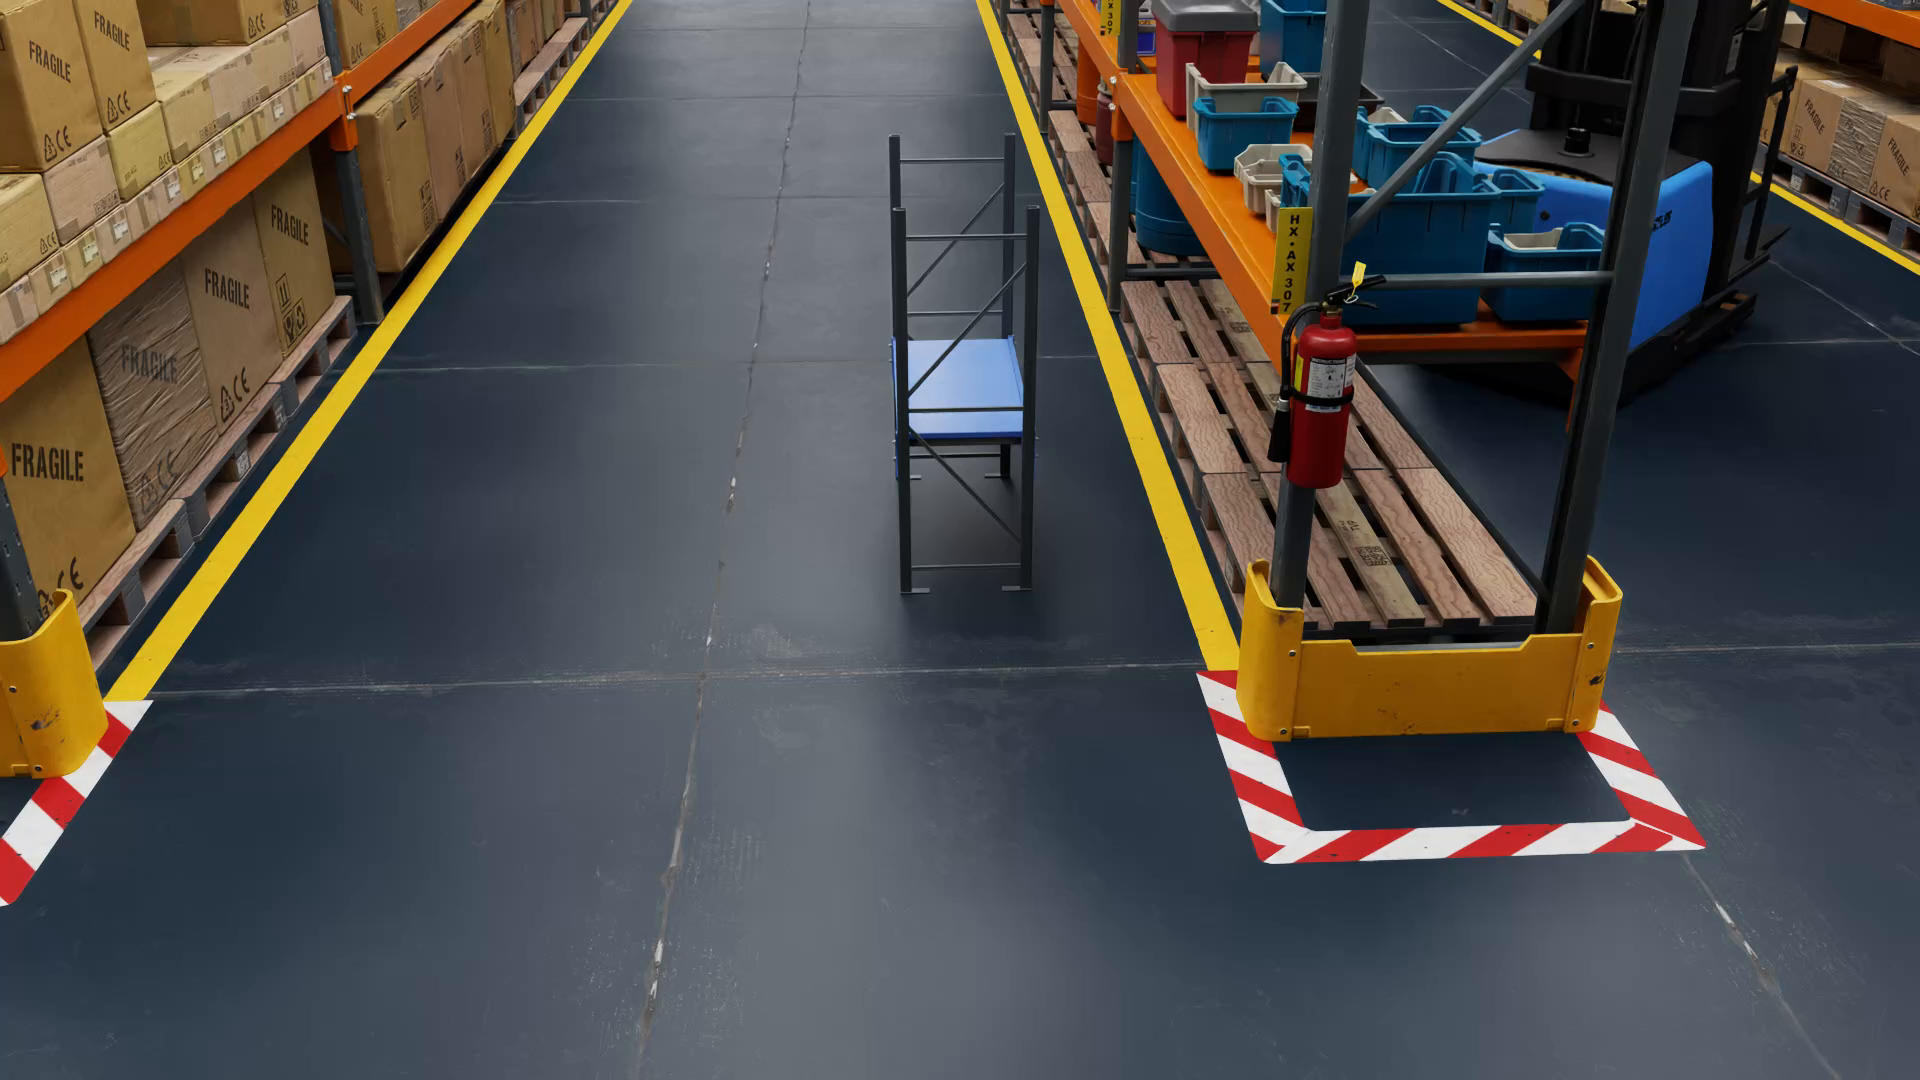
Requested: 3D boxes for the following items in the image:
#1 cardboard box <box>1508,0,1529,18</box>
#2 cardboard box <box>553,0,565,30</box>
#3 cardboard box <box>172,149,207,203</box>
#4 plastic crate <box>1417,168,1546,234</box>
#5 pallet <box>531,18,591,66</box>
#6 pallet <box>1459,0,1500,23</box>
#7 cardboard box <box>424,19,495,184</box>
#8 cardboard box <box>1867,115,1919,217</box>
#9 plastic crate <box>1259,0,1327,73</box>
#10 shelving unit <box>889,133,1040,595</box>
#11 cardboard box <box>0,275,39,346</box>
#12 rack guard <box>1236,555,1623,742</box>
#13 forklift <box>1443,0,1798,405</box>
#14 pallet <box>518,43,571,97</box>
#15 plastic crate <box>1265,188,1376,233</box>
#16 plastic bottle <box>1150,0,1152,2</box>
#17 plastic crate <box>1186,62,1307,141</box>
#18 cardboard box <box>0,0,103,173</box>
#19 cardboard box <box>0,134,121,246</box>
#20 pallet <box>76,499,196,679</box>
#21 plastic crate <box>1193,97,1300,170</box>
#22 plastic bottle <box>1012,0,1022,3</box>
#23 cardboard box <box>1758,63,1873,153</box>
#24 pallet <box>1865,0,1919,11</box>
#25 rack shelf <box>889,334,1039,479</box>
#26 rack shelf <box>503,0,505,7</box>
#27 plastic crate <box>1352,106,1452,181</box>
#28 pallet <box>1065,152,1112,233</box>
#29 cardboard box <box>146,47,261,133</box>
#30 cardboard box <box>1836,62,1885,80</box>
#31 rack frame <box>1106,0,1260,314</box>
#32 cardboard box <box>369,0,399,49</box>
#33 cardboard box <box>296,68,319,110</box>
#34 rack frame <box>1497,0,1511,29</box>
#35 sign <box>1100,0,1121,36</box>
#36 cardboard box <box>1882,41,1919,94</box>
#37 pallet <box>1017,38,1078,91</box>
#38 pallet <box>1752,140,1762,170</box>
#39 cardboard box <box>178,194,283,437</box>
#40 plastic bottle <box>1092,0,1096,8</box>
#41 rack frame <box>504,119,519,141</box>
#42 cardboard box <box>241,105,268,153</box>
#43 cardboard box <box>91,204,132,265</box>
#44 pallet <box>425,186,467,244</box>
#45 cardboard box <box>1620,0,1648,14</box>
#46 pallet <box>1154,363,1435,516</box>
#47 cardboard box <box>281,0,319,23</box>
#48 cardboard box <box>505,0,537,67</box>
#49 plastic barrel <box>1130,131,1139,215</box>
[{"bbox_3d":[5.619,-5.203,16.001,0.500,0.250,0.500,-2,28,-4],"label":"cardboard box"},{"bbox_3d":[-4.037,-4.993,15.307,0.700,0.500,0.500,-3,28,-7],"label":"cardboard box"},{"bbox_3d":[-3.192,-1.419,6.500,0.380,0.149,0.250,-2,28,-4],"label":"cardboard box"},{"bbox_3d":[1.807,-1.147,5.821,0.416,0.233,0.300,-1,28,-3],"label":"plastic crate"},{"bbox_3d":[-4.005,-4.594,15.331,1.003,0.211,1.213,-1,28,-3],"label":"pallet"},{"bbox_3d":[5.846,-5.560,17.182,1.003,0.211,1.213,-1,28,-3],"label":"pallet"},{"bbox_3d":[-3.785,-2.856,10.826,1.225,0.875,0.875,-1,28,-2],"label":"cardboard box"},{"bbox_3d":[5.934,-2.270,10.085,0.500,0.500,0.500,-1,28,-2],"label":"cardboard box"},{"bbox_3d":[1.681,-2.428,8.113,0.392,0.384,0.575,-1,28,-3],"label":"plastic crate"},{"bbox_3d":[-0.004,-0.704,6.479,0.538,1.500,1.048,-1,28,-3],"label":"shelving unit"},{"bbox_3d":[-3.110,-0.709,5.138,0.380,0.149,0.250,-1,28,-2],"label":"cardboard box"},{"bbox_3d":[1.539,0.351,5.537,1.175,0.500,0.348,-1,28,-3],"label":"rack guard"},{"bbox_3d":[3.646,-2.533,8.437,1.130,2.935,3.031,22,35,36],"label":"forklift"},{"bbox_3d":[-3.939,-4.030,14.248,1.003,0.211,1.213,-1,28,-3],"label":"pallet"},{"bbox_3d":[1.301,-1.184,5.997,0.396,0.136,0.243,-1,28,-3],"label":"plastic crate"},{"bbox_3d":[1.086,-3.014,9.338,0.144,0.351,0.185,-1,28,-3],"label":"plastic bottle"},{"bbox_3d":[1.212,-1.880,7.174,0.437,0.282,0.530,-1,28,-3],"label":"plastic crate"},{"bbox_3d":[-3.202,-1.506,5.423,0.500,0.500,0.500,-2,28,-4],"label":"cardboard box"},{"bbox_3d":[-3.210,-1.182,5.613,0.500,0.250,0.500,-2,28,-3],"label":"cardboard box"},{"bbox_3d":[-3.541,0.220,6.099,1.003,0.211,1.213,-1,28,-3],"label":"pallet"},{"bbox_3d":[1.162,-1.663,6.811,0.416,0.233,0.300,-1,28,-3],"label":"plastic crate"},{"bbox_3d":[0.569,-5.424,16.457,0.097,0.201,0.097,0,28,0],"label":"plastic bottle"},{"bbox_3d":[5.847,-2.977,11.441,0.500,0.500,0.500,-2,28,-3],"label":"cardboard box"},{"bbox_3d":[6.161,-3.598,10.611,1.003,0.211,1.213,-1,28,-3],"label":"pallet"},{"bbox_3d":[-0.004,-0.545,6.562,0.538,0.185,1.000,-1,28,-3],"label":"rack shelf"},{"bbox_3d":[-3.943,-4.948,13.771,1.077,0.370,4.000,-1,28,-3],"label":"rack shelf"},{"bbox_3d":[1.757,-1.589,6.670,0.416,0.233,0.300,-1,28,-3],"label":"plastic crate"},{"bbox_3d":[1.251,-2.301,10.934,1.003,0.211,1.213,-1,28,-3],"label":"pallet"},{"bbox_3d":[-3.288,-1.889,6.969,0.500,0.250,0.500,-1,28,-2],"label":"cardboard box"},{"bbox_3d":[6.364,-3.002,11.490,0.500,0.500,0.500,-2,28,-5],"label":"cardboard box"},{"bbox_3d":[1.316,-2.615,8.521,1.000,3.000,0.127,-1,28,-3],"label":"rack frame"},{"bbox_3d":[-3.431,-2.991,9.133,0.500,0.500,0.500,-1,28,-3],"label":"cardboard box"},{"bbox_3d":[-3.273,-2.132,7.867,0.380,0.149,0.250,-1,28,-2],"label":"cardboard box"},{"bbox_3d":[5.845,-6.428,15.831,1.000,3.000,0.127,-1,28,-3],"label":"rack frame"},{"bbox_3d":[0.767,-2.726,8.433,0.100,0.325,0.005,-1,28,-3],"label":"sign"},{"bbox_3d":[6.402,-3.075,10.819,0.500,0.250,0.500,-2,28,-4],"label":"cardboard box"},{"bbox_3d":[1.045,-4.147,14.473,1.003,0.211,1.213,-1,28,-3],"label":"pallet"},{"bbox_3d":[6.056,-2.998,12.271,1.003,0.211,1.213,-1,28,-3],"label":"pallet"},{"bbox_3d":[-3.628,-1.018,7.301,0.875,0.875,0.875,-1,28,-3],"label":"cardboard box"},{"bbox_3d":[0.851,-3.415,10.179,0.061,0.283,0.133,-1,28,-3],"label":"plastic bottle"},{"bbox_3d":[-3.839,-4.343,11.834,1.000,3.000,0.127,-1,28,-3],"label":"rack frame"},{"bbox_3d":[-3.233,-1.776,7.184,0.380,0.149,0.250,-1,28,-2],"label":"cardboard box"},{"bbox_3d":[-3.153,-1.066,5.822,0.380,0.149,0.250,-2,28,-3],"label":"cardboard box"},{"bbox_3d":[-3.812,-2.179,10.699,1.003,0.211,1.213,-1,28,-3],"label":"pallet"},{"bbox_3d":[5.747,-4.272,13.610,0.500,0.311,0.500,-2,28,-3],"label":"cardboard box"},{"bbox_3d":[1.460,-0.476,7.434,1.003,0.211,1.213,-1,28,-3],"label":"pallet"},{"bbox_3d":[-3.339,-2.688,7.690,0.500,0.500,0.500,-1,28,-1],"label":"cardboard box"},{"bbox_3d":[-3.972,-4.256,13.894,0.700,0.500,0.500,1,28,2],"label":"cardboard box"},{"bbox_3d":[1.268,-2.450,10.019,0.600,0.901,0.708,-1,28,-3],"label":"plastic barrel"}]
